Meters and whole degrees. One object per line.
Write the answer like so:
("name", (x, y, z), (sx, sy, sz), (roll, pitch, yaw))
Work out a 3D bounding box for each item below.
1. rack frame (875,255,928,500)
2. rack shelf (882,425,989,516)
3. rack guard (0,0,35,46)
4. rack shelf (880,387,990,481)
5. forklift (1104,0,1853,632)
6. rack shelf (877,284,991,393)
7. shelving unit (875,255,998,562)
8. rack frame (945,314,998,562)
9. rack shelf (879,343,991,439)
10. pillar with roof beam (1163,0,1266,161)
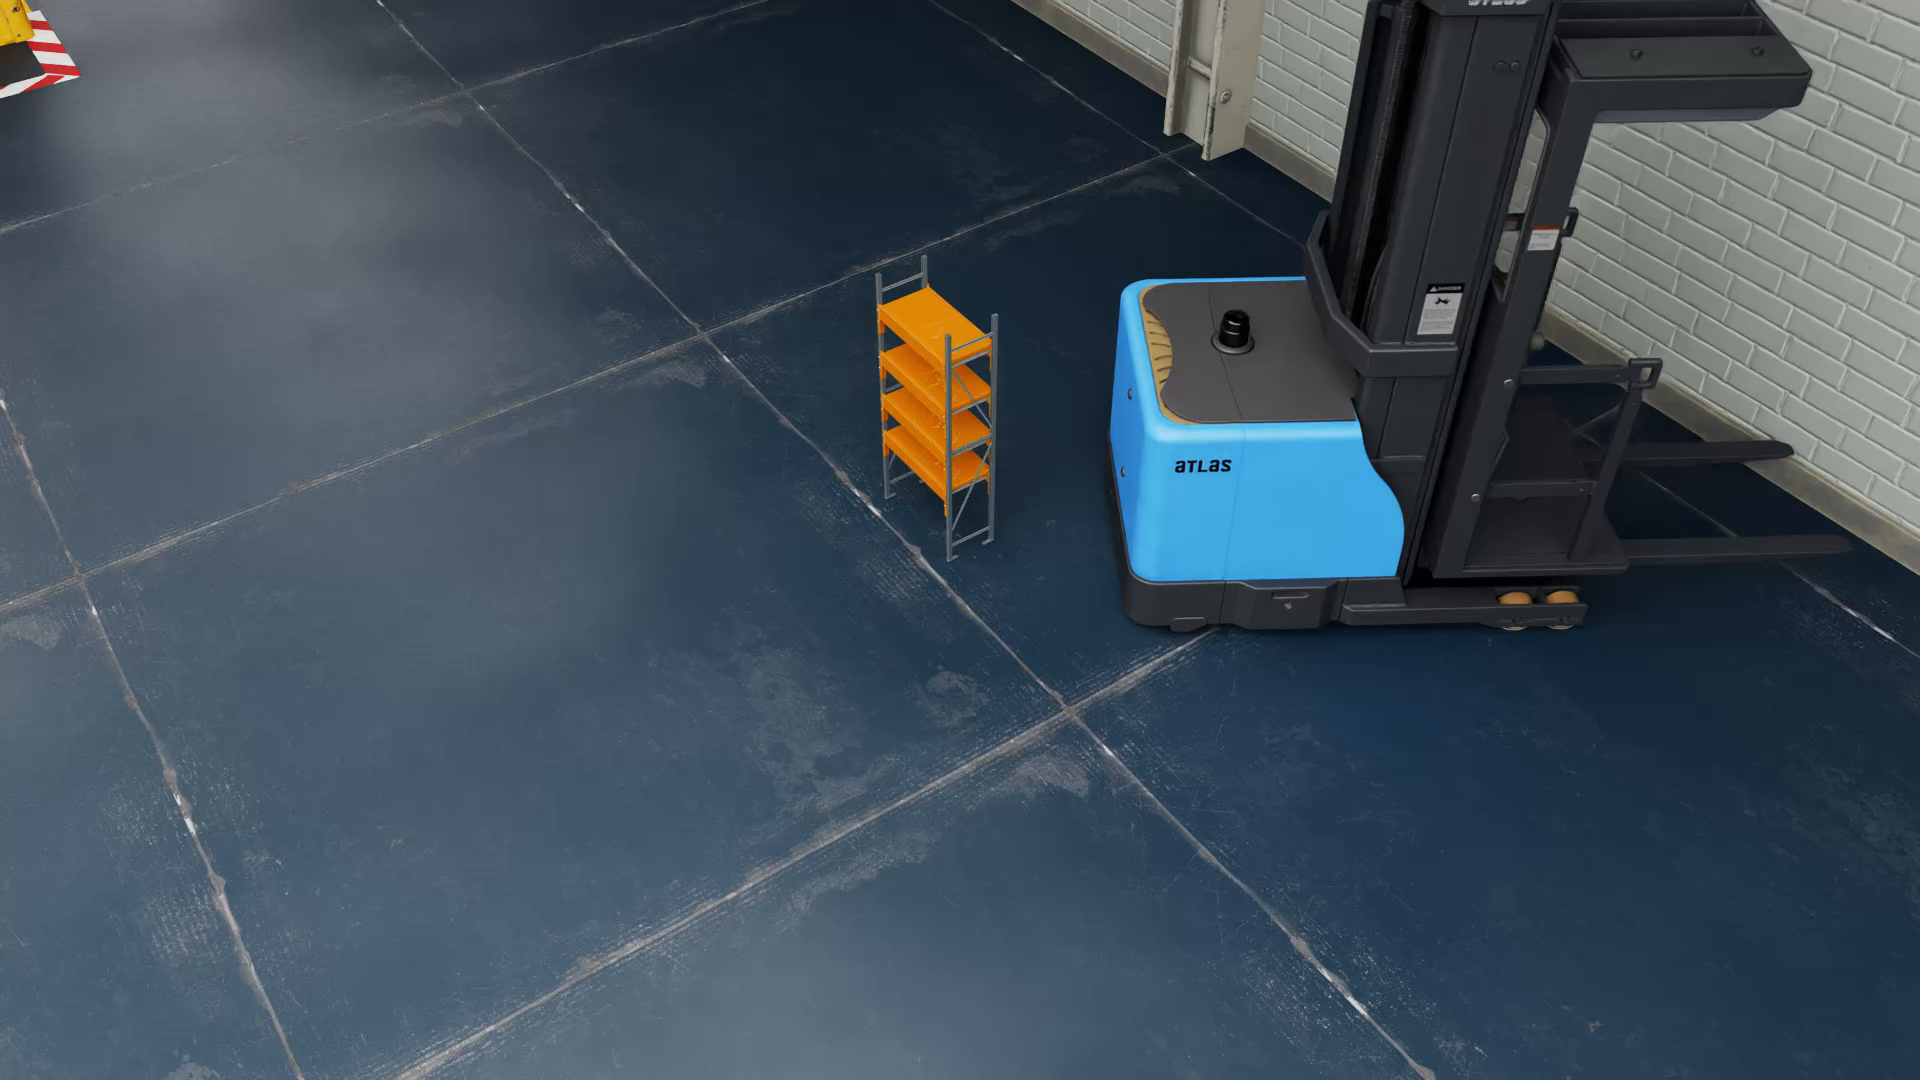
("rack frame", (-0.234, -0.666, 7.070), (0.240, 1.200, 0.015), (-26, 49, -24))
("rack shelf", (-0.095, -0.335, 7.108), (0.258, 0.148, 0.480), (-26, 49, -24))
("rack guard", (-6.459, -3.249, 10.282), (1.175, 0.500, 0.348), (-26, 49, -24))
("rack shelf", (-0.095, -0.479, 6.971), (0.258, 0.148, 0.480), (-26, 49, -24))
("forklift", (2.173, -1.054, 6.223), (3.031, 2.935, 1.130), (-1, 44, -1))
("rack shelf", (-0.095, -0.812, 6.654), (0.258, 0.148, 0.480), (-26, 49, -24))
("shelving unit", (-0.095, -0.528, 6.925), (0.258, 1.200, 0.503), (-26, 49, -24))
("rack frame", (0.045, -0.390, 6.780), (0.240, 1.200, 0.015), (-26, 49, -24))
("rack shelf", (-0.095, -0.641, 6.817), (0.258, 0.148, 0.480), (-26, 49, -24))
("pillar with roof beam", (-2.104, -3.894, 4.803), (9.100, 9.000, 0.400), (-26, 49, -24))
